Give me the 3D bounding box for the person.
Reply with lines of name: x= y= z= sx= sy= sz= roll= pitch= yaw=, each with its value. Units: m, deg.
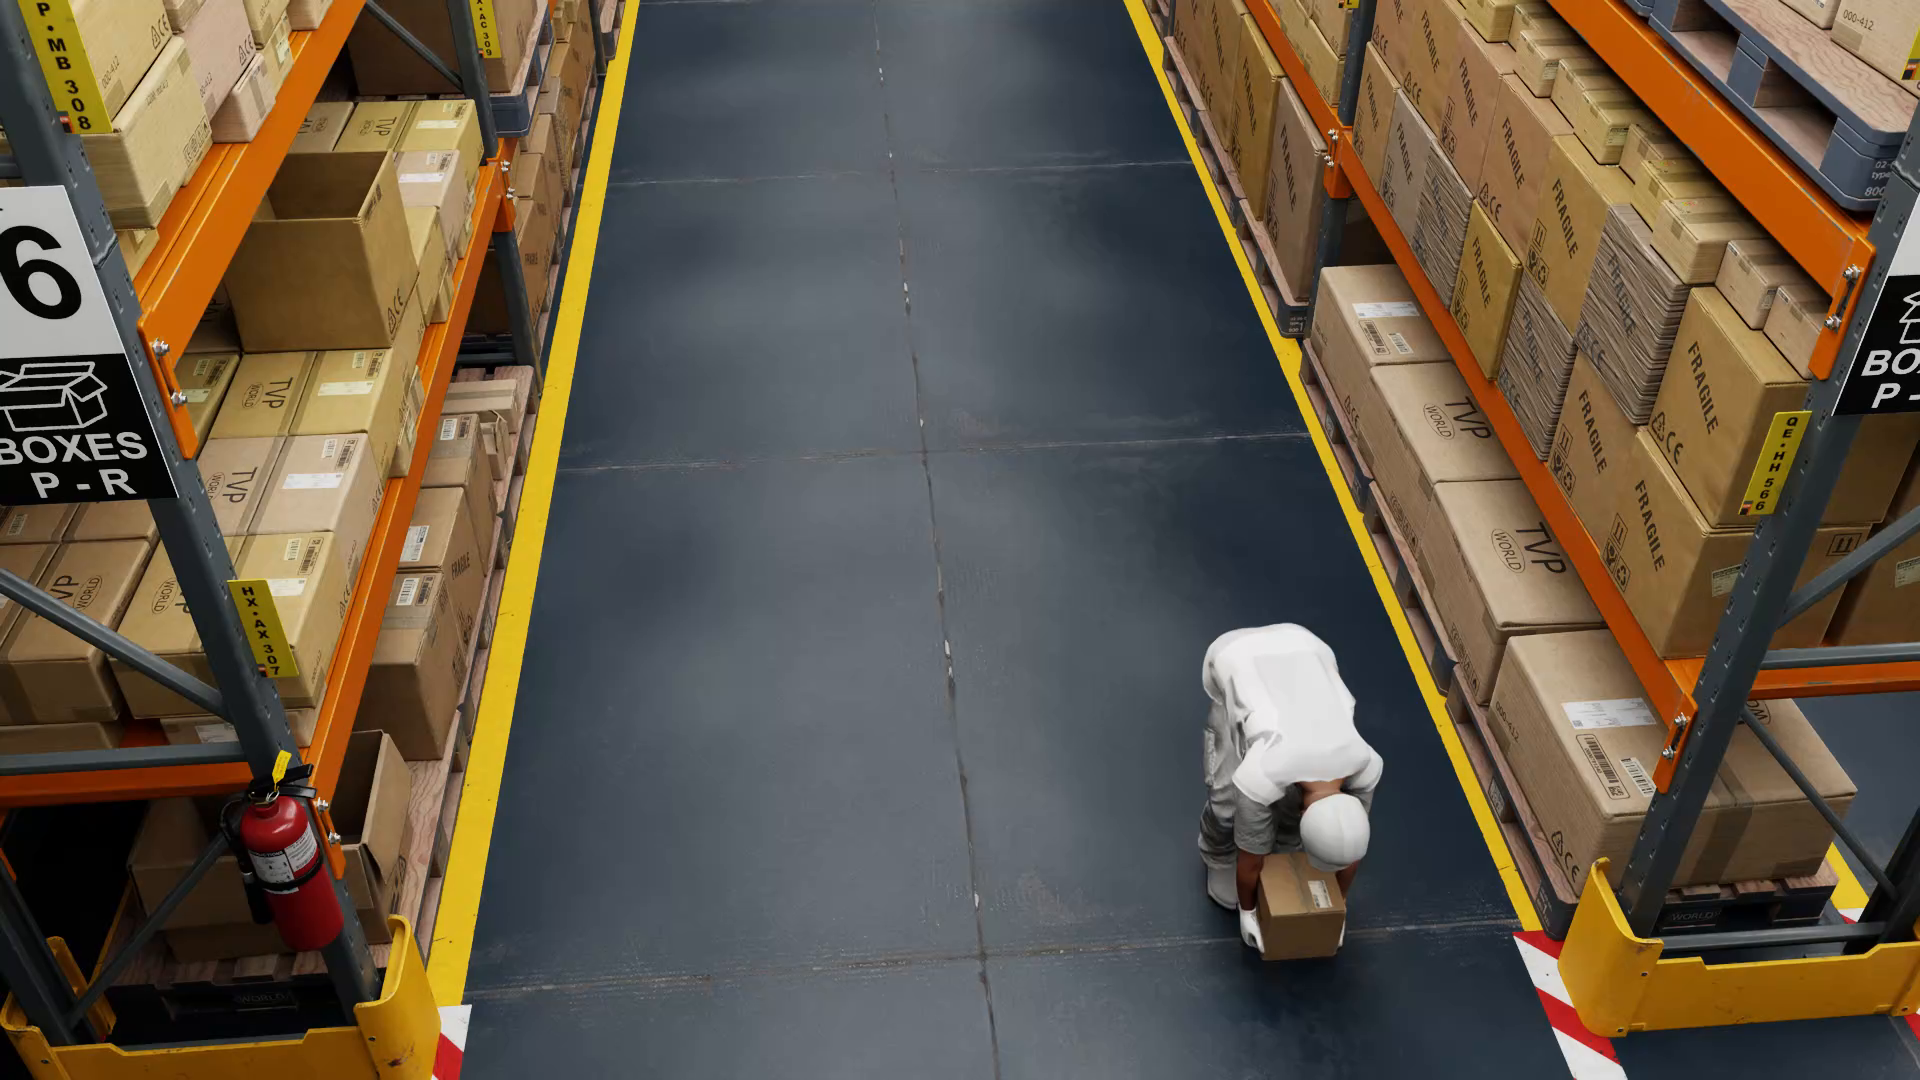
person: x=1.097 y=0.900 z=5.590 sx=0.502 sy=1.062 sz=0.989 roll=-6 pitch=39 yaw=-8
